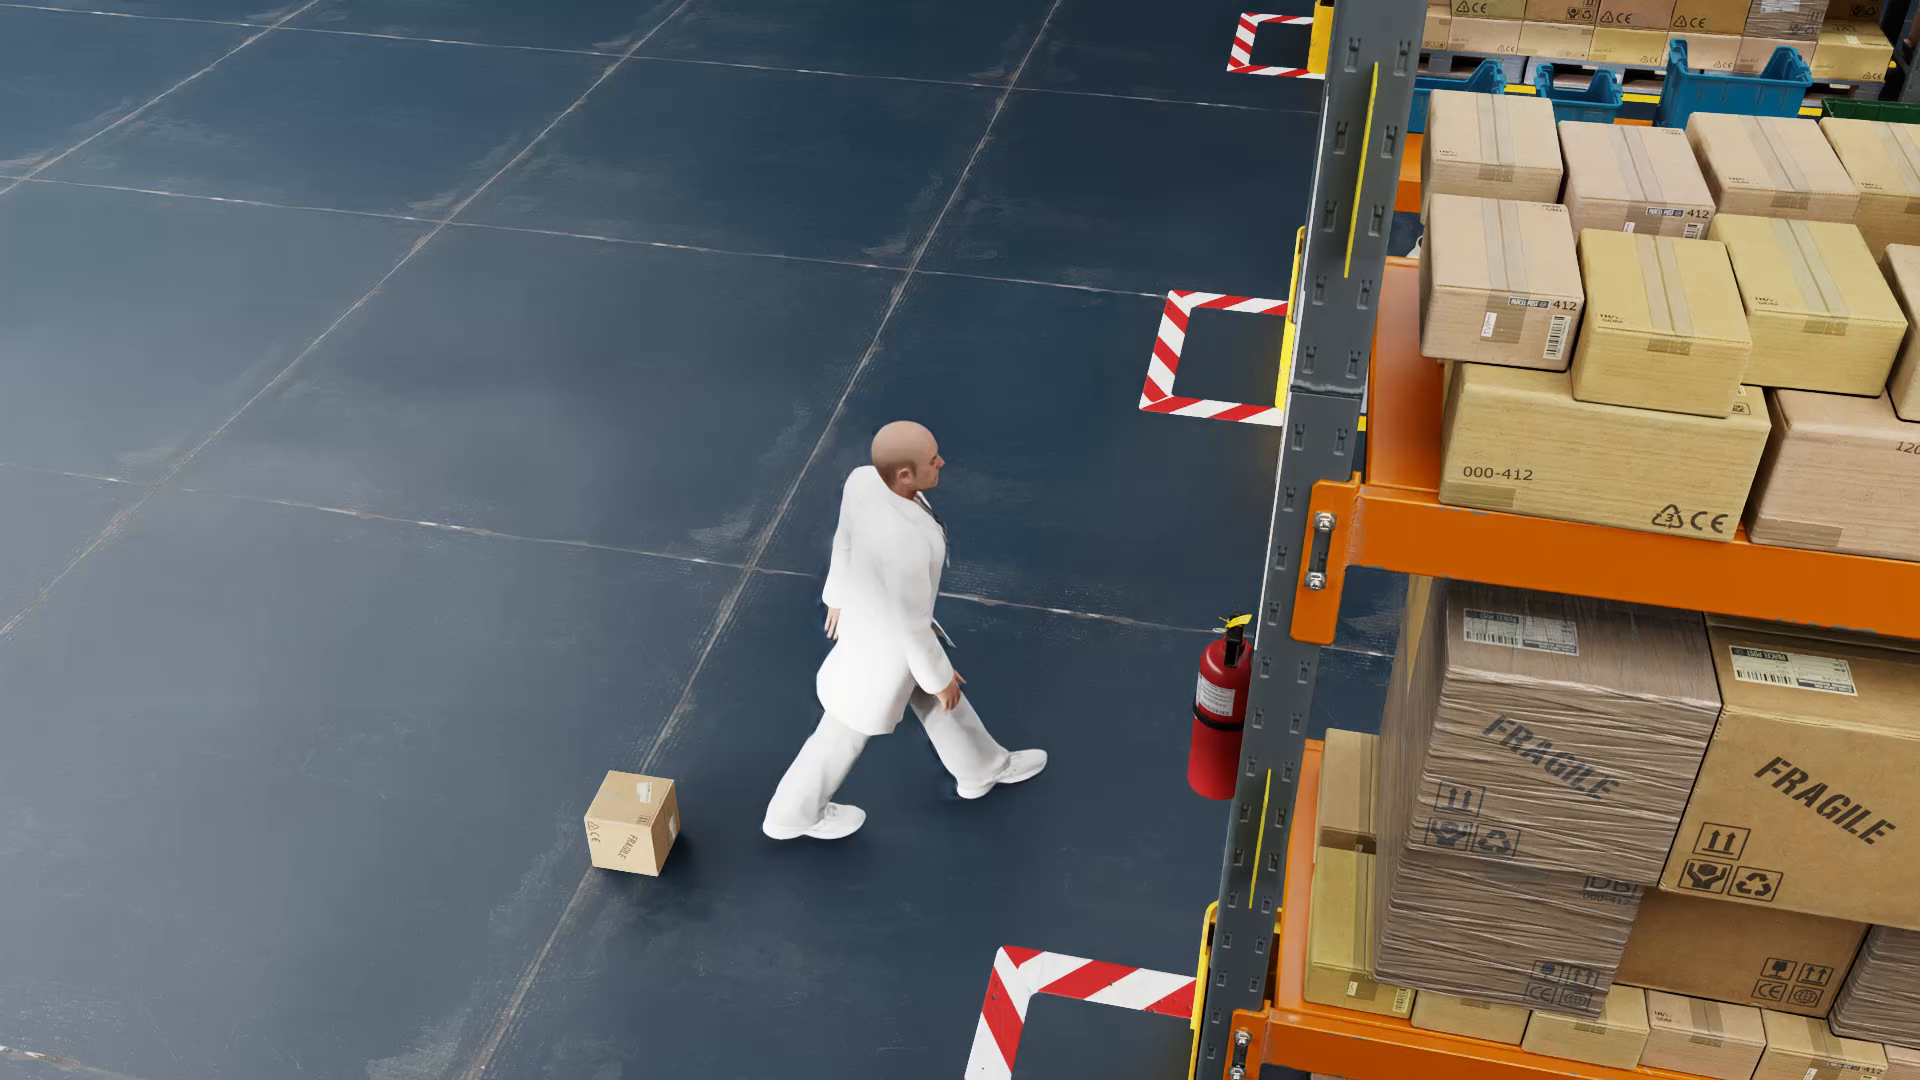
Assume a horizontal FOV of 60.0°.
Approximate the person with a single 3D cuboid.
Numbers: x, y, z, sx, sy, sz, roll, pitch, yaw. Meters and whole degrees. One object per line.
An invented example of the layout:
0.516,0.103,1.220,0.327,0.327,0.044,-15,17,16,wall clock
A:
-0.182,0.332,5.689,1.099,1.713,0.607,-6,36,-7,person
